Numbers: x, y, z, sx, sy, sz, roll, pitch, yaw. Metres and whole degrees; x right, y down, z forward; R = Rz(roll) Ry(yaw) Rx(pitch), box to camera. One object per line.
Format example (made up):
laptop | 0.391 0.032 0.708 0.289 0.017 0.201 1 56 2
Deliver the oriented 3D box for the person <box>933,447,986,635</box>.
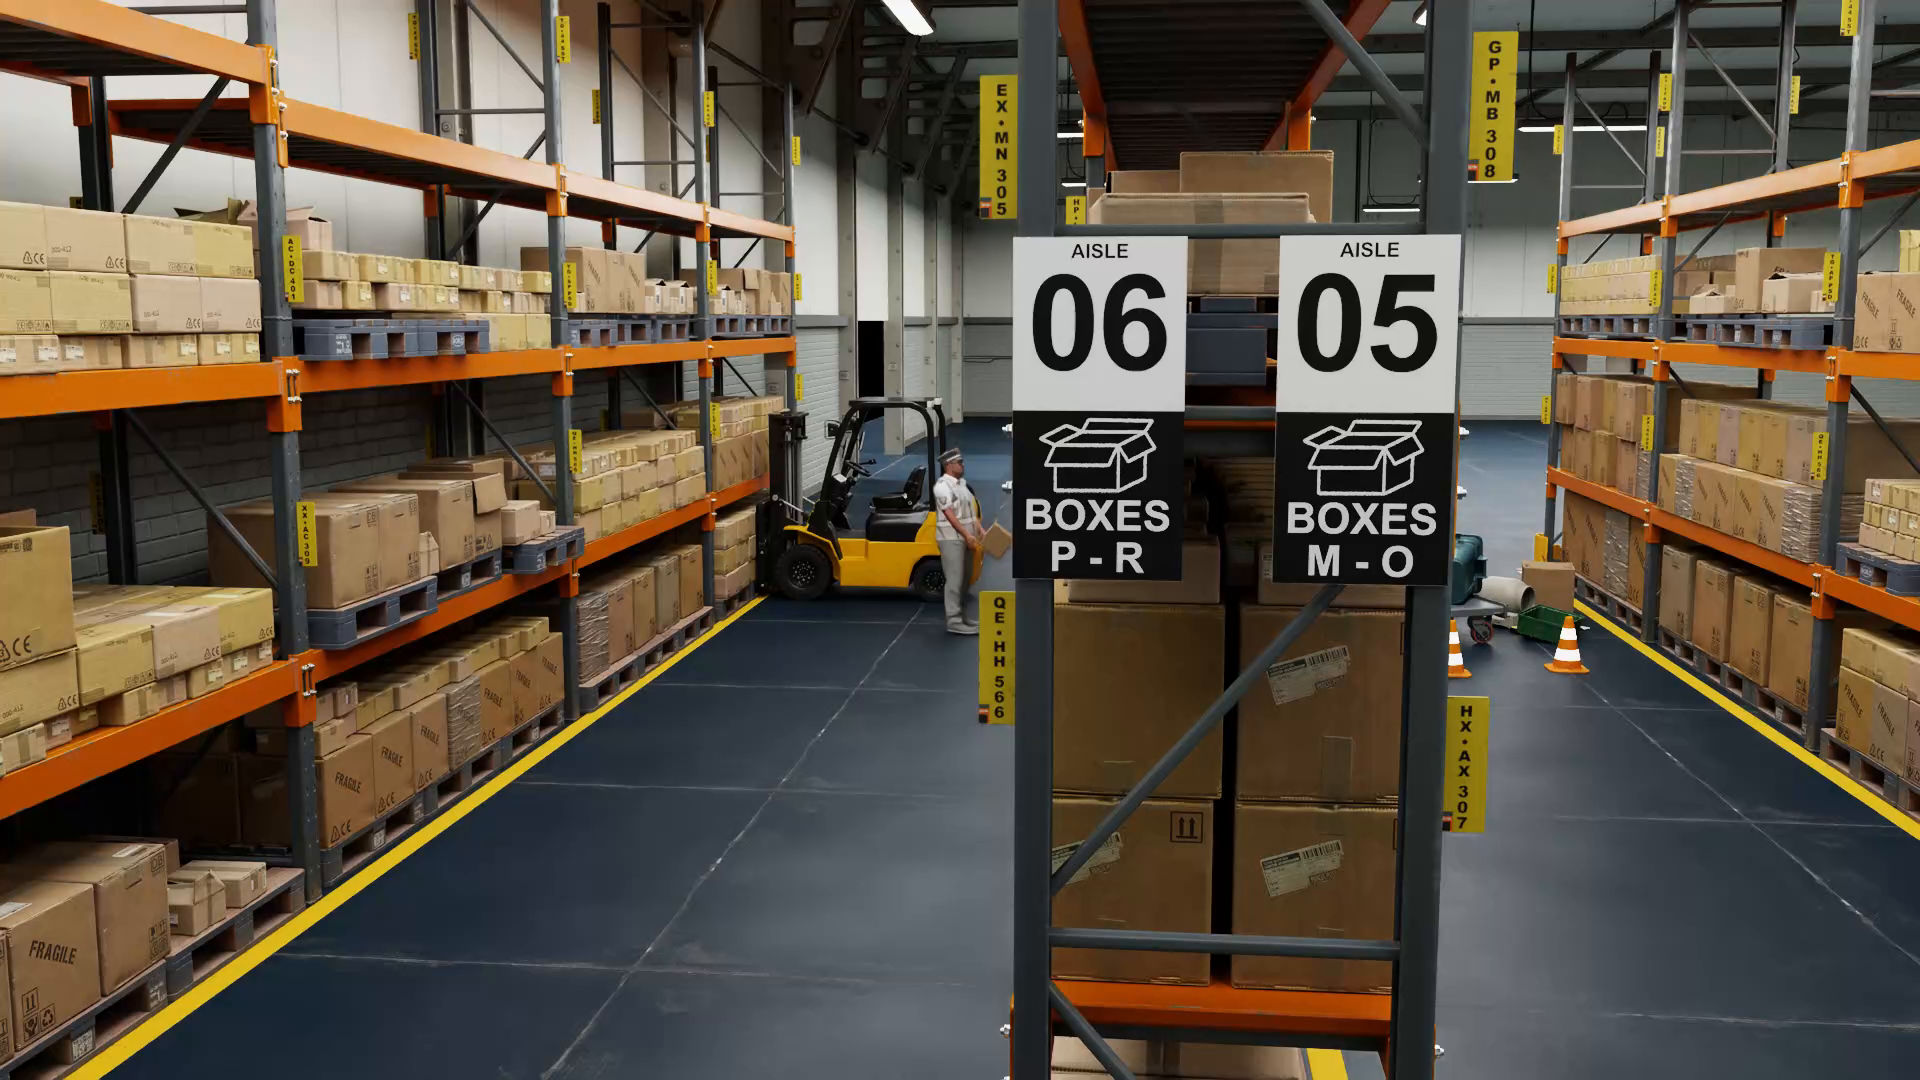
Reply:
person | 0.028 -0.006 16.164 0.532 1.782 0.531 4 8 27
